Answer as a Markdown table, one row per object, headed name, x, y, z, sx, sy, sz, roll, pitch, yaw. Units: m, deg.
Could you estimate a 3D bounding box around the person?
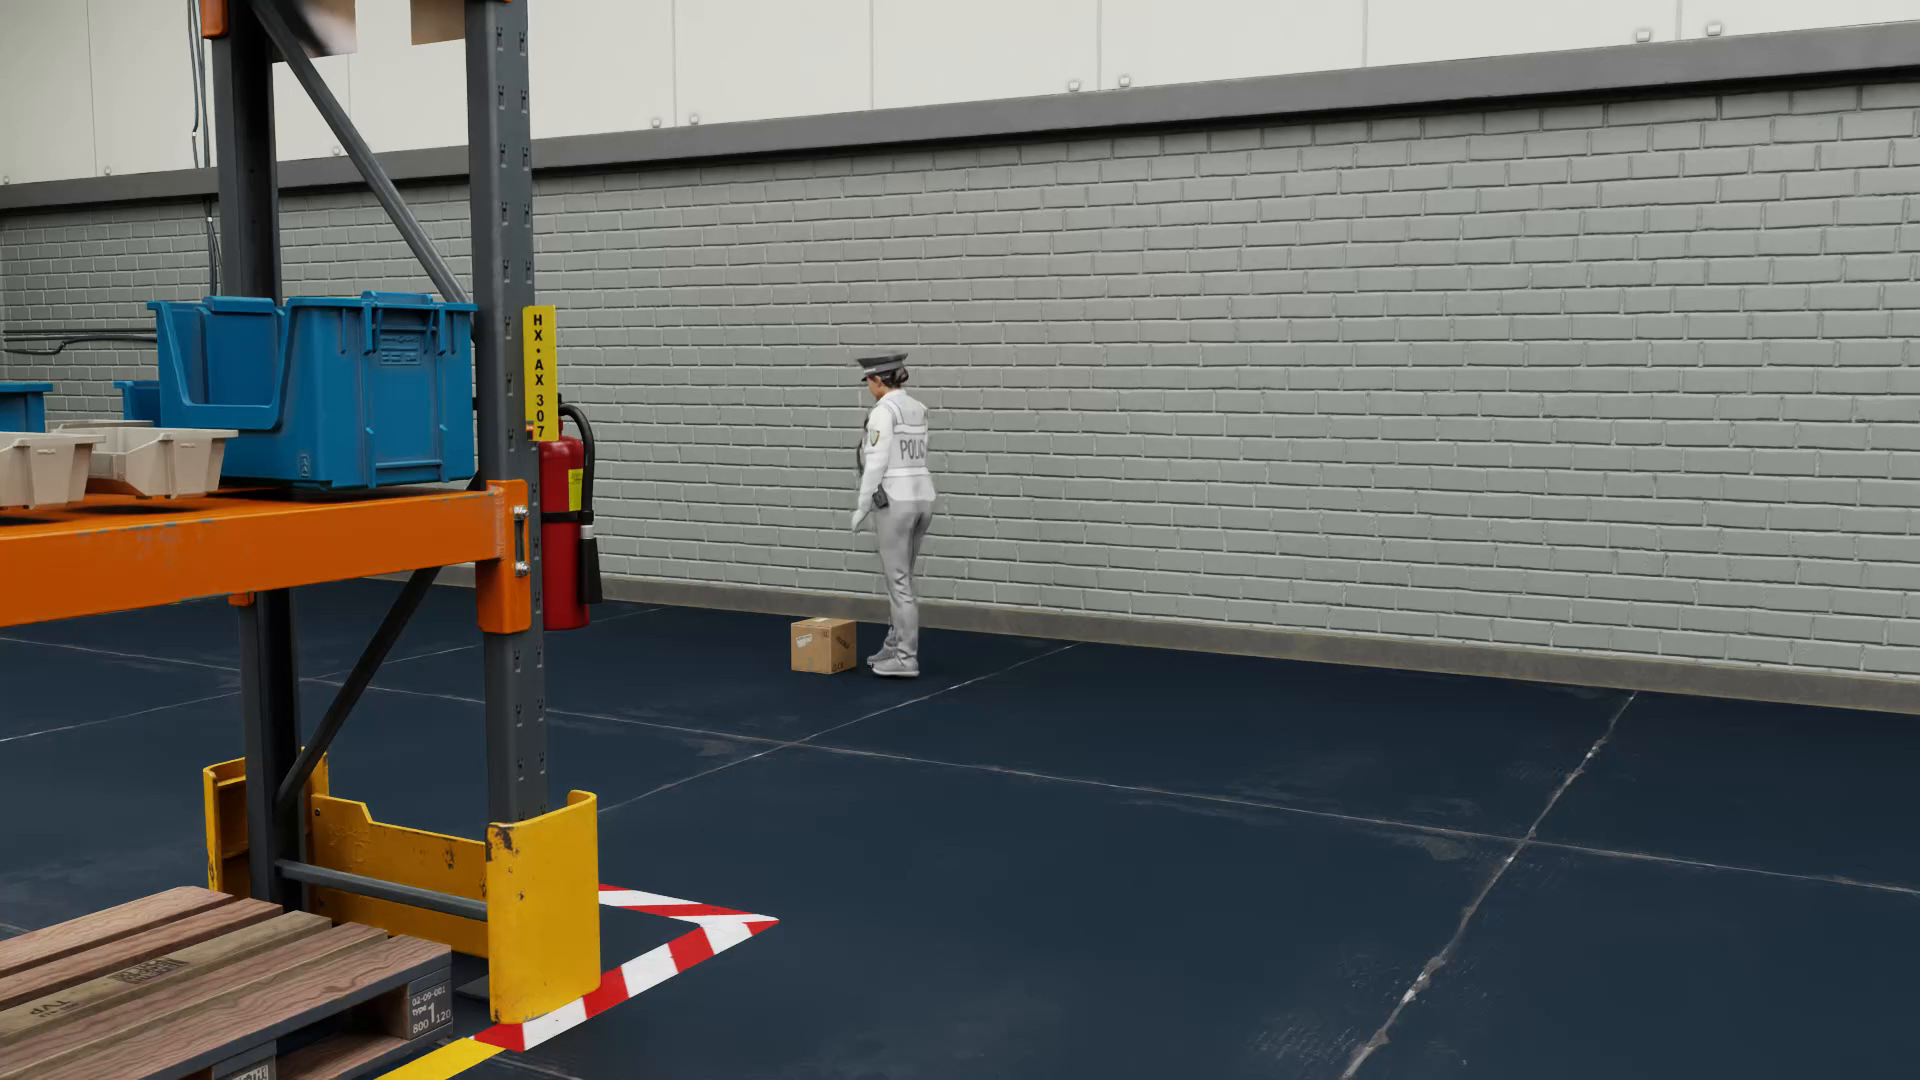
| name | x | y | z | sx | sy | sz | roll | pitch | yaw |
| --- | --- | --- | --- | --- | --- | --- | --- | --- | --- |
| person | -0.376 | -0.135 | 8.562 | 0.514 | 1.679 | 0.521 | 3 | 7 | 29 |
